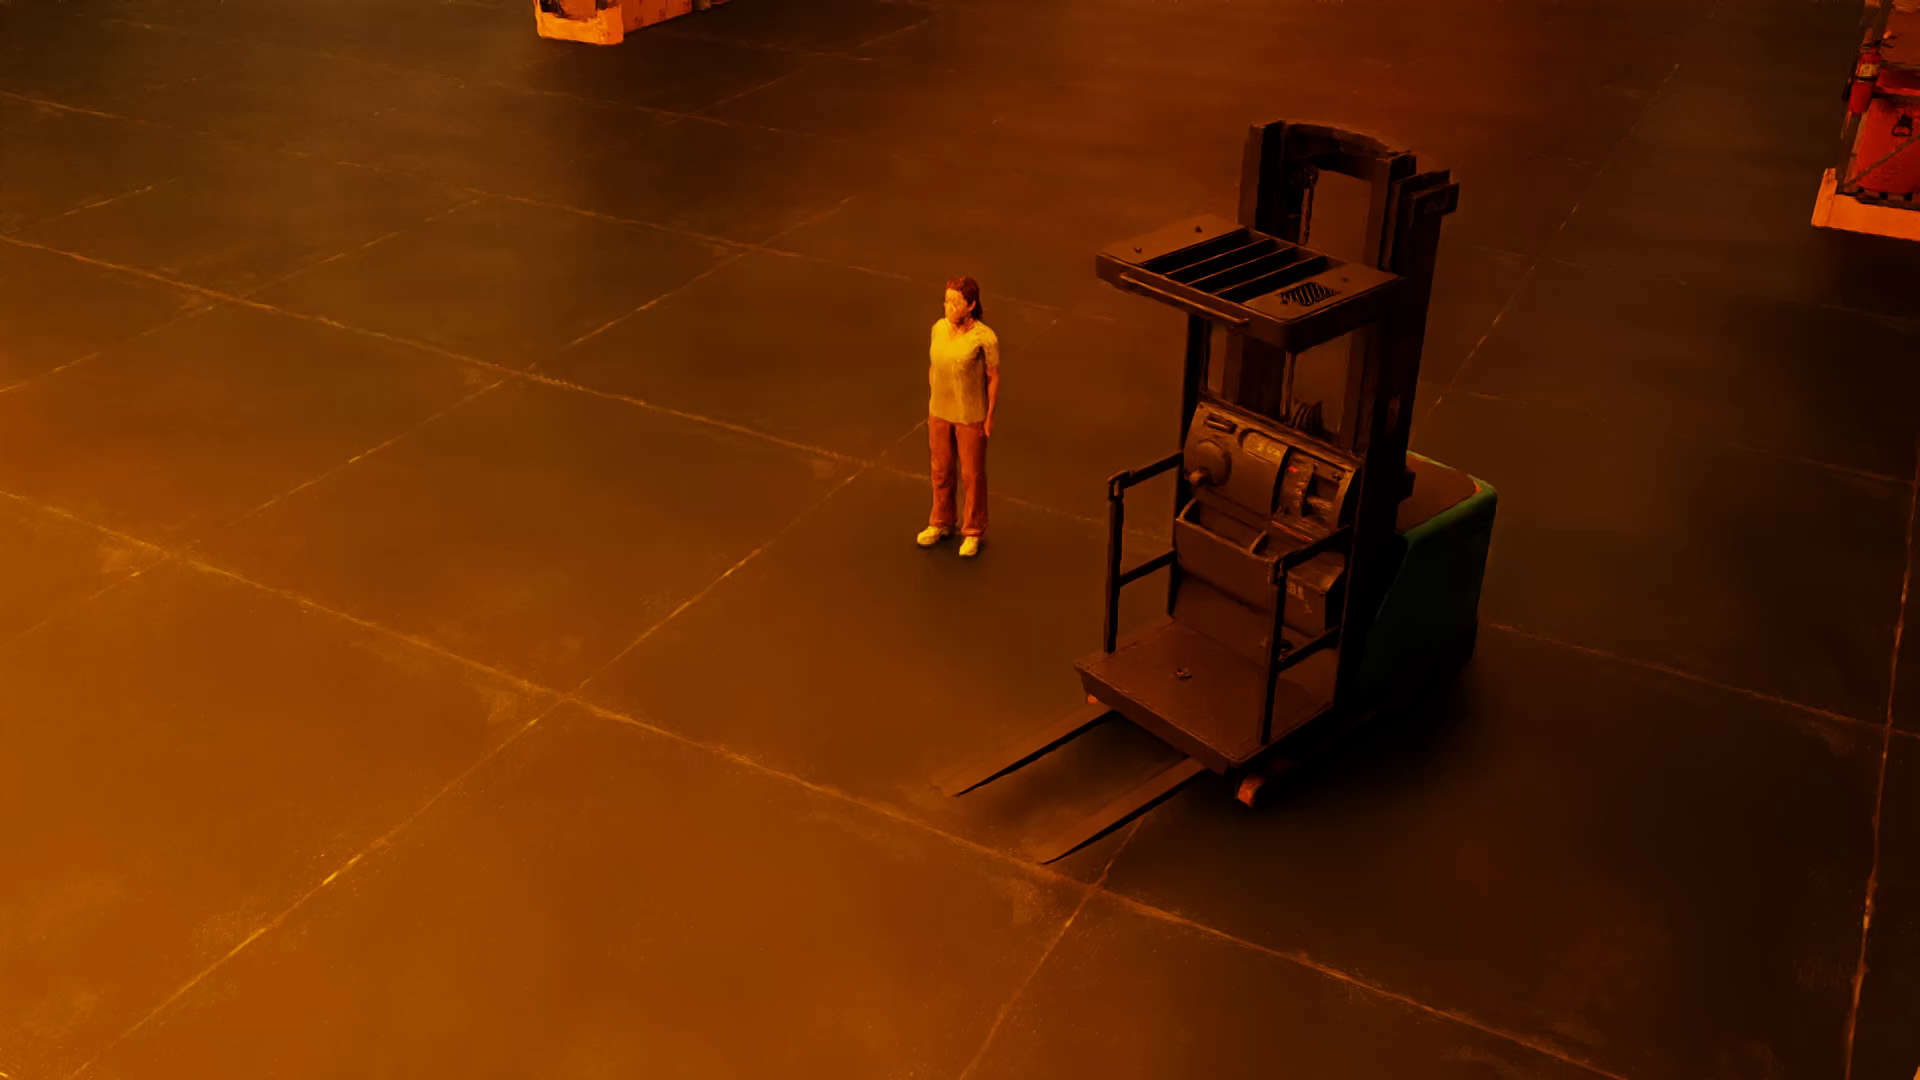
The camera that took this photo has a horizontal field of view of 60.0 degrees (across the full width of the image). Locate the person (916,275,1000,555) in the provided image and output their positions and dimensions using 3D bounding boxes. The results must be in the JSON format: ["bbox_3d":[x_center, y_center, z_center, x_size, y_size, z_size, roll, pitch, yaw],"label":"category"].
[{"bbox_3d":[-0.002,-0.720,9.577,0.429,1.673,0.365,15,33,25],"label":"person"}]

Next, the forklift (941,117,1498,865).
[{"bbox_3d":[1.270,-0.306,7.601,3.031,2.935,1.130,-24,37,-35],"label":"forklift"}]
